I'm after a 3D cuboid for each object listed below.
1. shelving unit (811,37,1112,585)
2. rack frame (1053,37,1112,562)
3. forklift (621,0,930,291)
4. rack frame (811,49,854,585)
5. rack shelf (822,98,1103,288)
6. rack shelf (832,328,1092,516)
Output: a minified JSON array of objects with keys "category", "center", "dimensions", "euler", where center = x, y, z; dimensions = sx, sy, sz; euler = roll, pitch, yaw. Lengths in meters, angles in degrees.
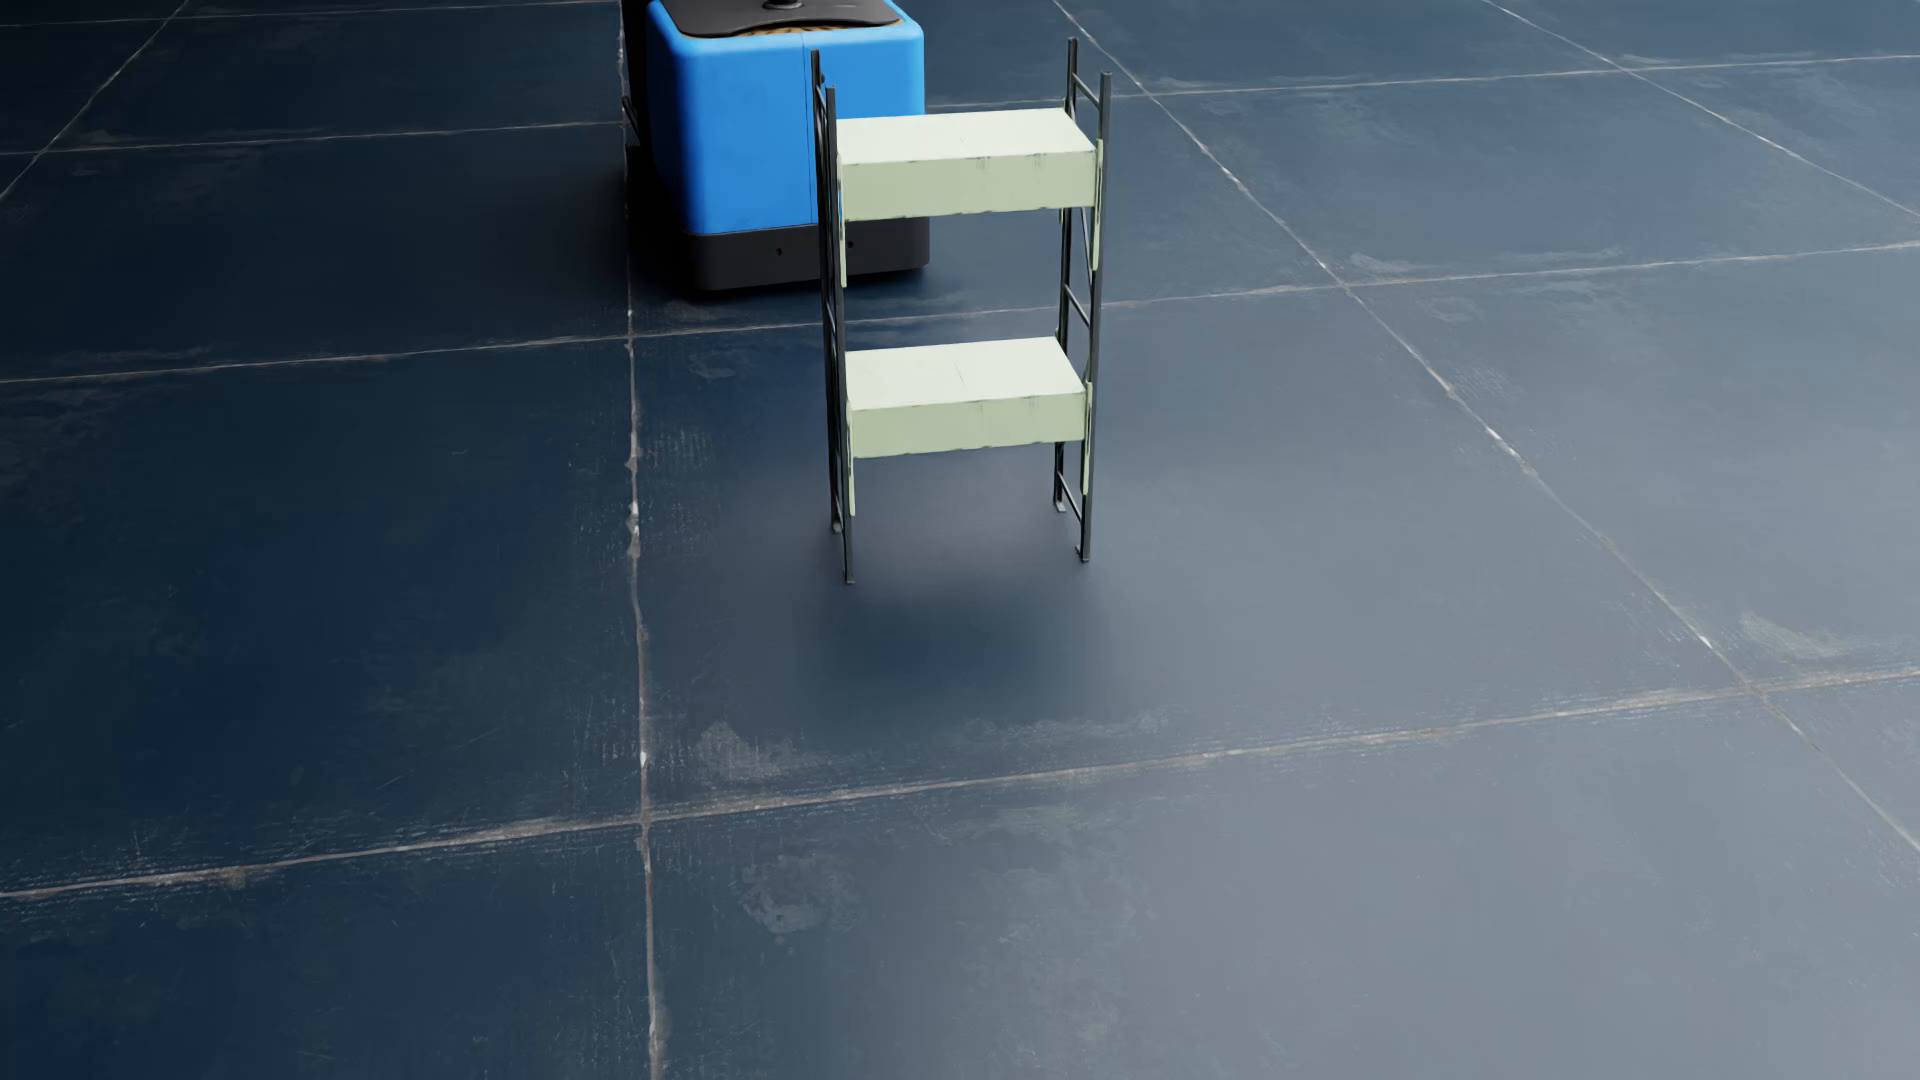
[{"category":"shelving unit","center":[-0.007,-0.646,4.869],"dimensions":[0.755,1.500,0.431],"euler":[-5,31,-9]},{"category":"rack frame","center":[0.353,-0.679,4.926],"dimensions":[0.023,1.500,0.400],"euler":[-5,31,-9]},{"category":"forklift","center":[-1.040,-3.027,7.505],"dimensions":[1.130,2.935,3.031],"euler":[-9,32,-14]},{"category":"rack frame","center":[-0.367,-0.612,4.812],"dimensions":[0.023,1.500,0.400],"euler":[-5,31,-9]},{"category":"rack shelf","center":[-0.007,-0.982,4.671],"dimensions":[0.720,0.370,0.431],"euler":[-5,31,-9]},{"category":"rack shelf","center":[-0.007,-0.365,5.034],"dimensions":[0.720,0.370,0.431],"euler":[-5,31,-9]}]
